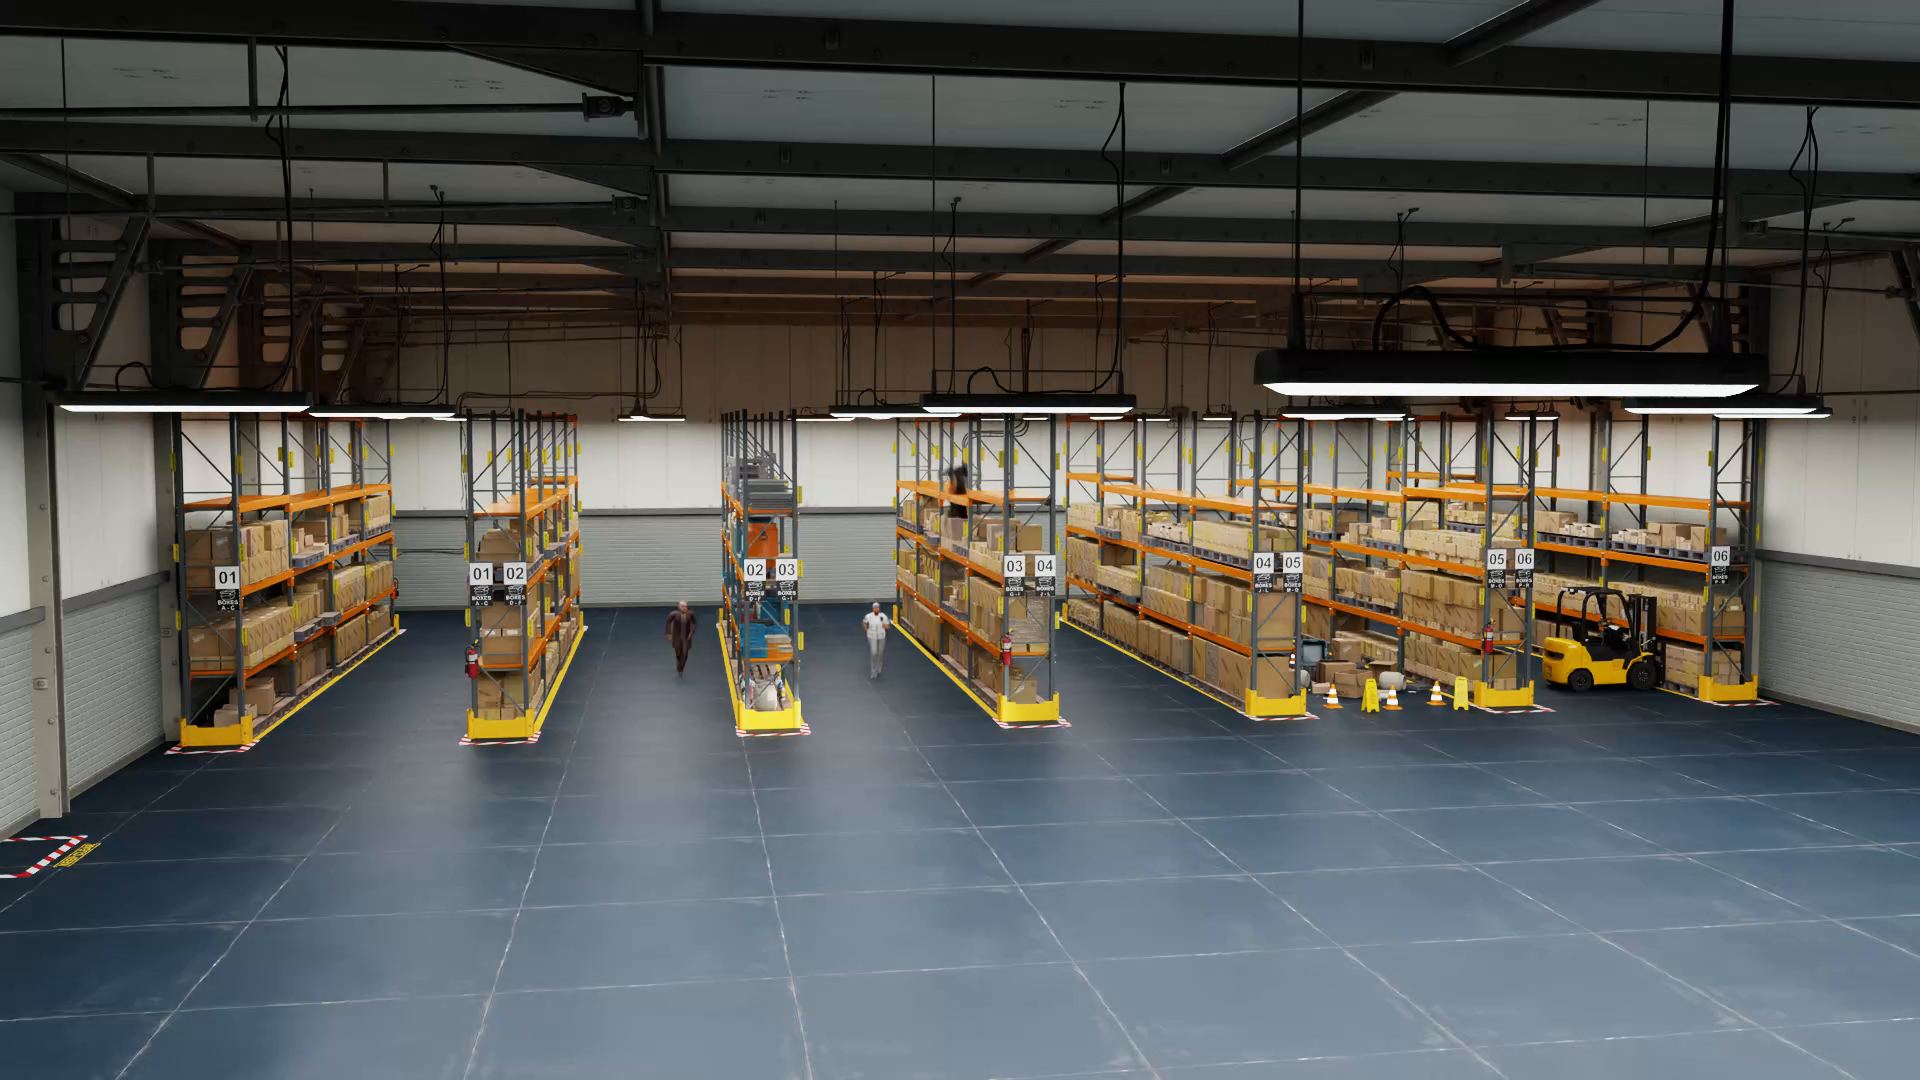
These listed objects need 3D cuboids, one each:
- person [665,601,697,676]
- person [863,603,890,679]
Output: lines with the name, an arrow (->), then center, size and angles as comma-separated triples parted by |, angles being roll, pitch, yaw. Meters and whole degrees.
person -> -6.342, 2.233, 37.868 | 0.721, 1.713, 0.640 | -1, 4, -19
person -> -1.885, 2.262, 37.669 | 0.607, 1.706, 0.721 | -1, 4, -7
